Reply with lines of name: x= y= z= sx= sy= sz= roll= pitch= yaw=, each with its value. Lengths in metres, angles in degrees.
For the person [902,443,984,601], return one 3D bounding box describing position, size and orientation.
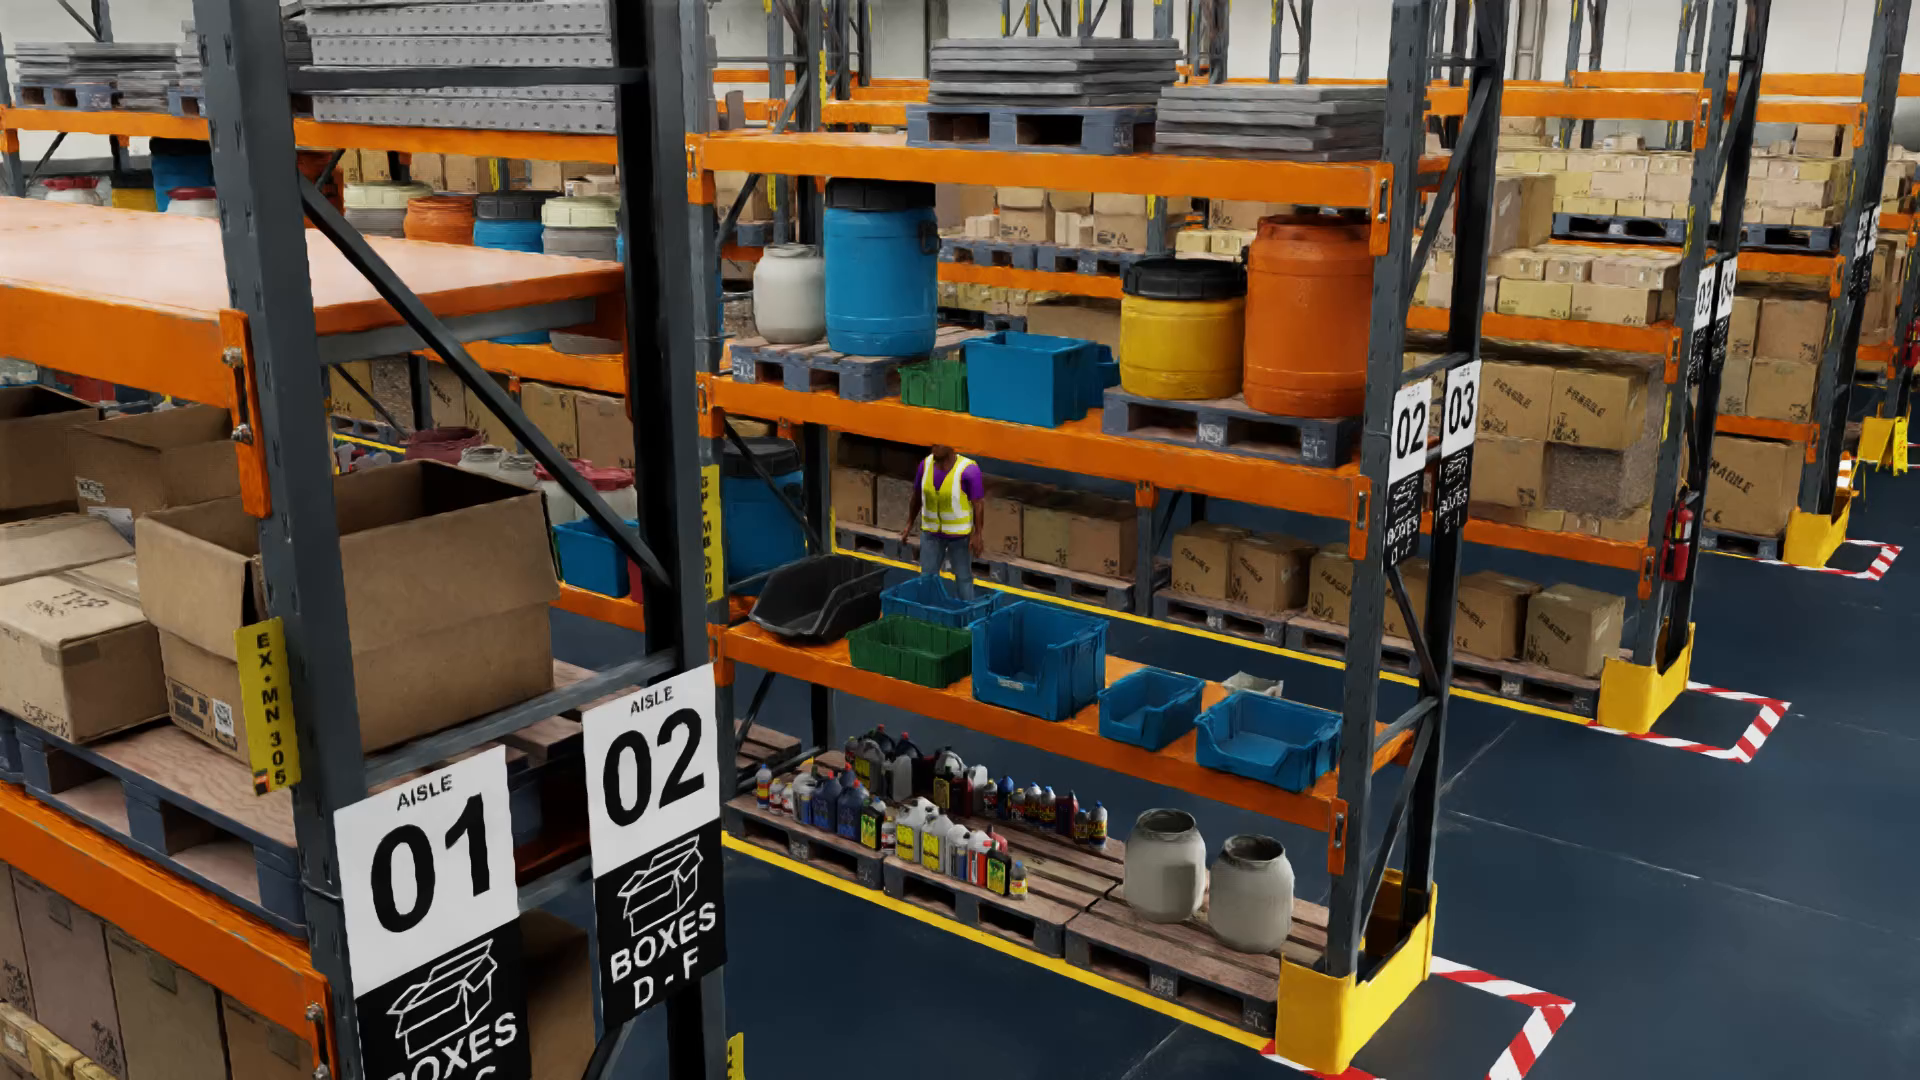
person: x=-0.160 y=-0.058 z=13.160 sx=0.708 sy=1.766 sz=0.628 roll=7 pitch=18 yaw=22
